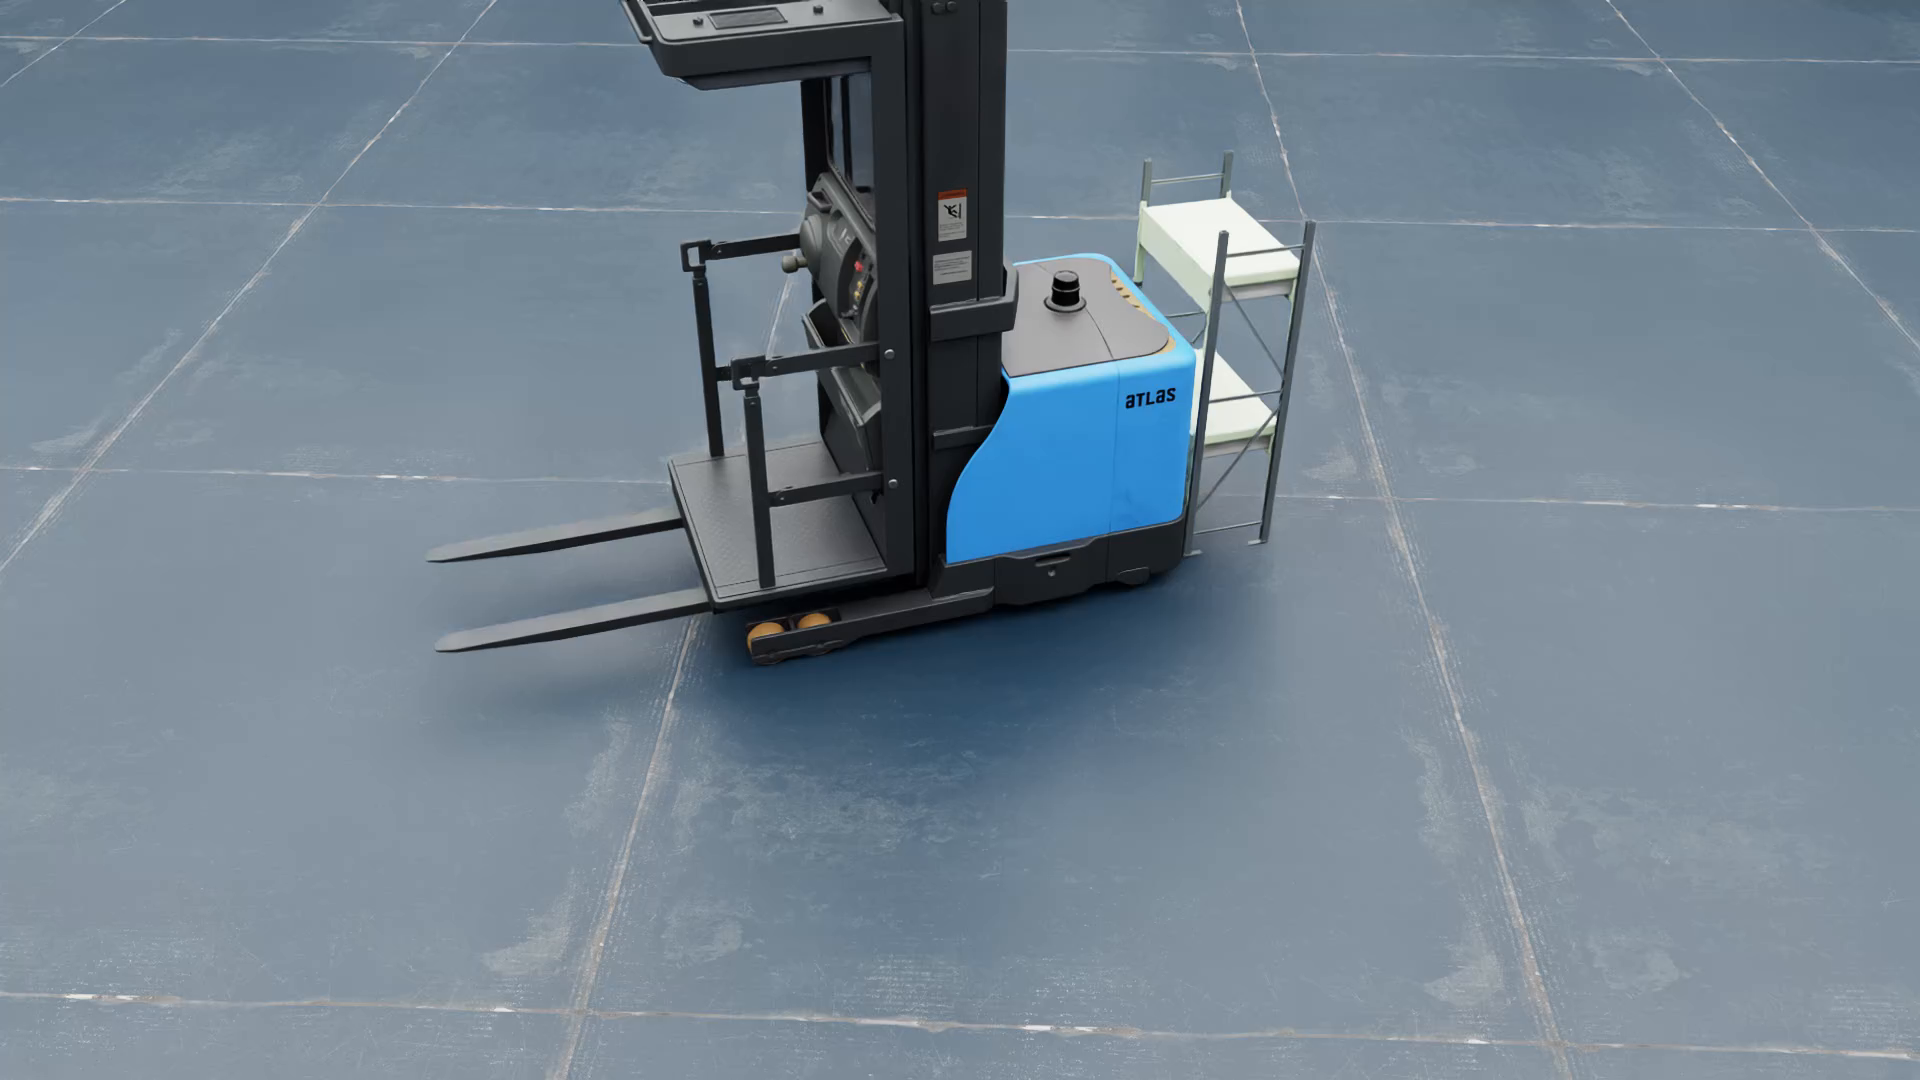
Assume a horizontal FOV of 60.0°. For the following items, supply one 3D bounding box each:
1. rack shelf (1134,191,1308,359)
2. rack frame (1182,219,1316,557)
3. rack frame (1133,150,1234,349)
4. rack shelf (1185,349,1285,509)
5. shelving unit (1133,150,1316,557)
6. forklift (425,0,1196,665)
[{"bbox_3d":[1.055,-1.101,6.825,0.431,0.370,0.720,-9,36,-15],"label":"rack shelf"},{"bbox_3d":[1.159,-0.579,6.762,0.400,1.500,0.023,-9,36,-15],"label":"rack frame"},{"bbox_3d":[0.937,-0.981,7.333,0.400,1.500,0.023,-9,36,-15],"label":"rack frame"},{"bbox_3d":[1.042,-0.512,7.233,0.431,0.370,0.720,-9,36,-15],"label":"rack shelf"},{"bbox_3d":[1.048,-0.780,7.048,0.431,1.500,0.755,-9,36,-15],"label":"shelving unit"},{"bbox_3d":[-0.640,-1.049,6.194,3.031,2.935,1.130,-11,36,-15],"label":"forklift"}]
